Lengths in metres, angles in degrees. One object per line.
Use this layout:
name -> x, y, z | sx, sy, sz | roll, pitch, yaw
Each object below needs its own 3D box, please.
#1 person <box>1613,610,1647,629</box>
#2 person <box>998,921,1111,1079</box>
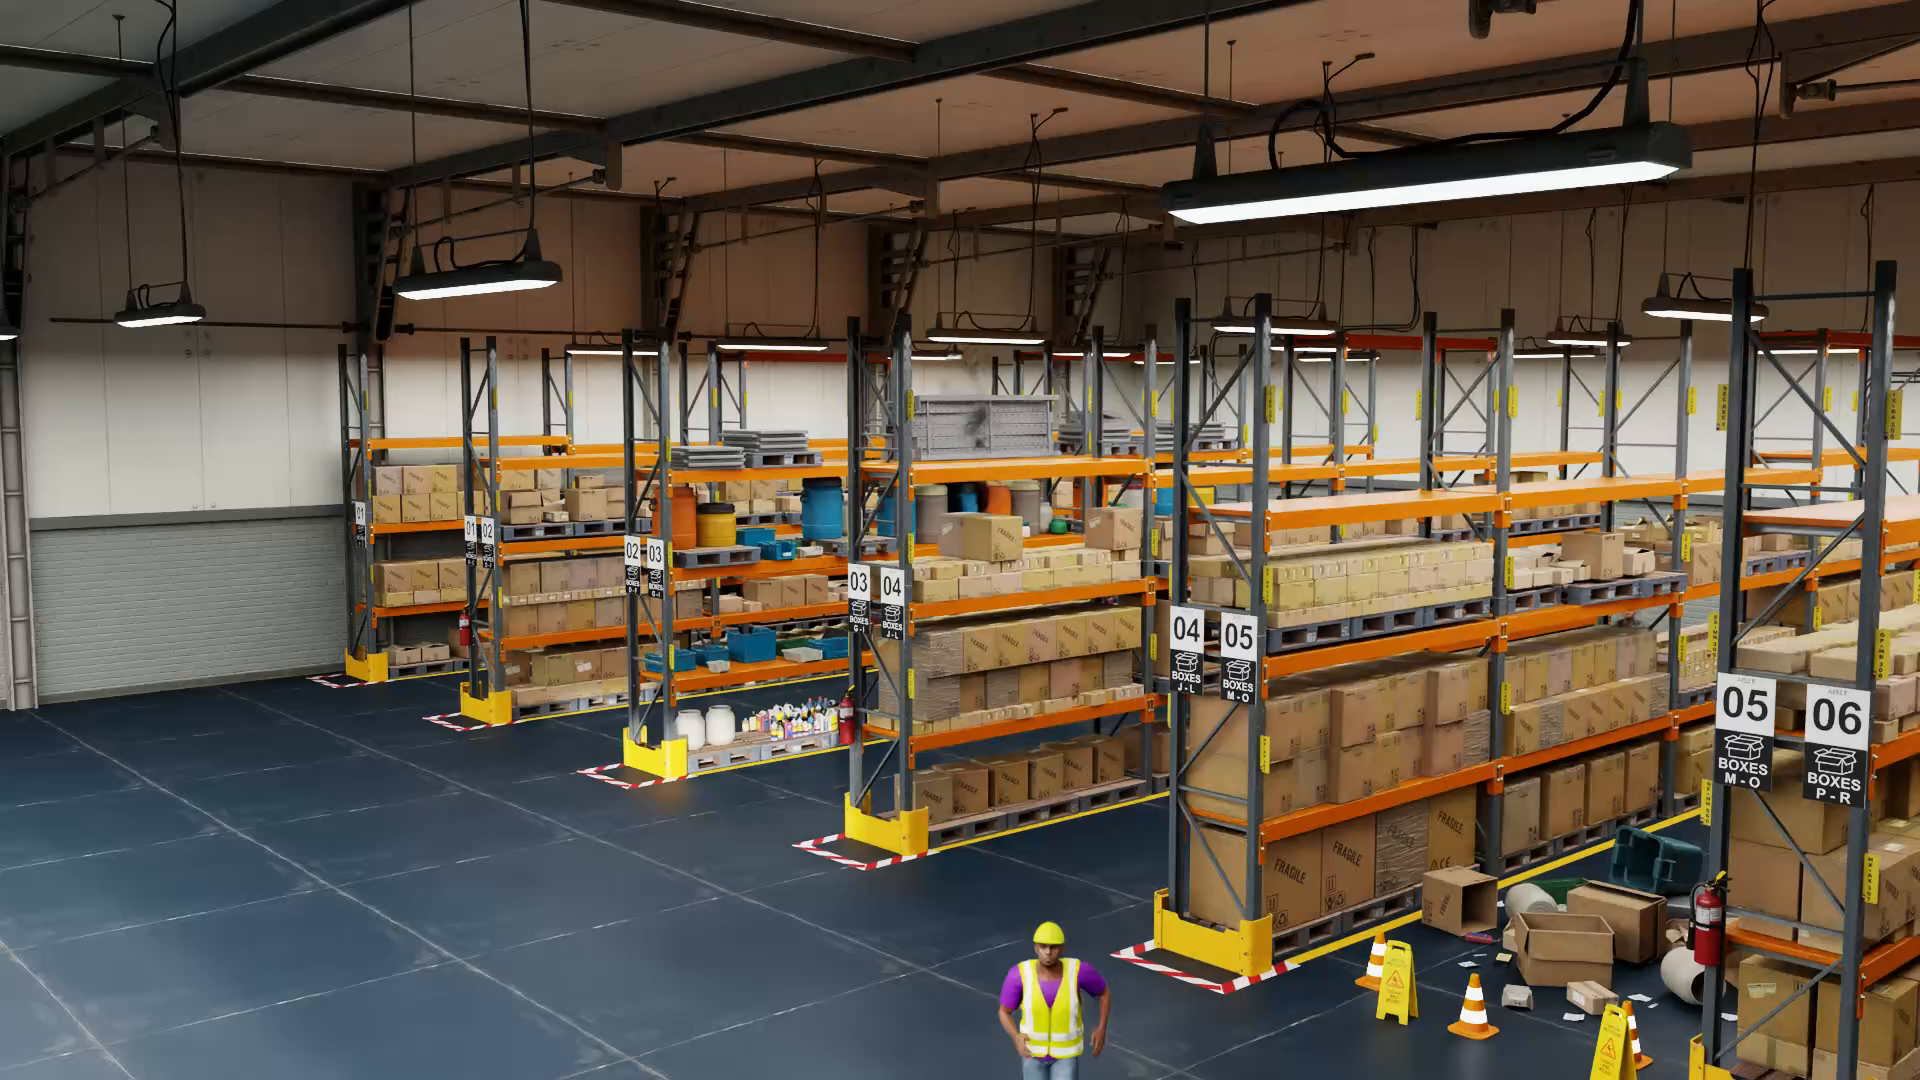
person -> 10.769, 1.918, 26.841 | 0.669, 1.733, 0.628 | 4, 6, 35
person -> 0.605, 3.331, 10.784 | 0.731, 1.723, 0.591 | 1, 5, 6
